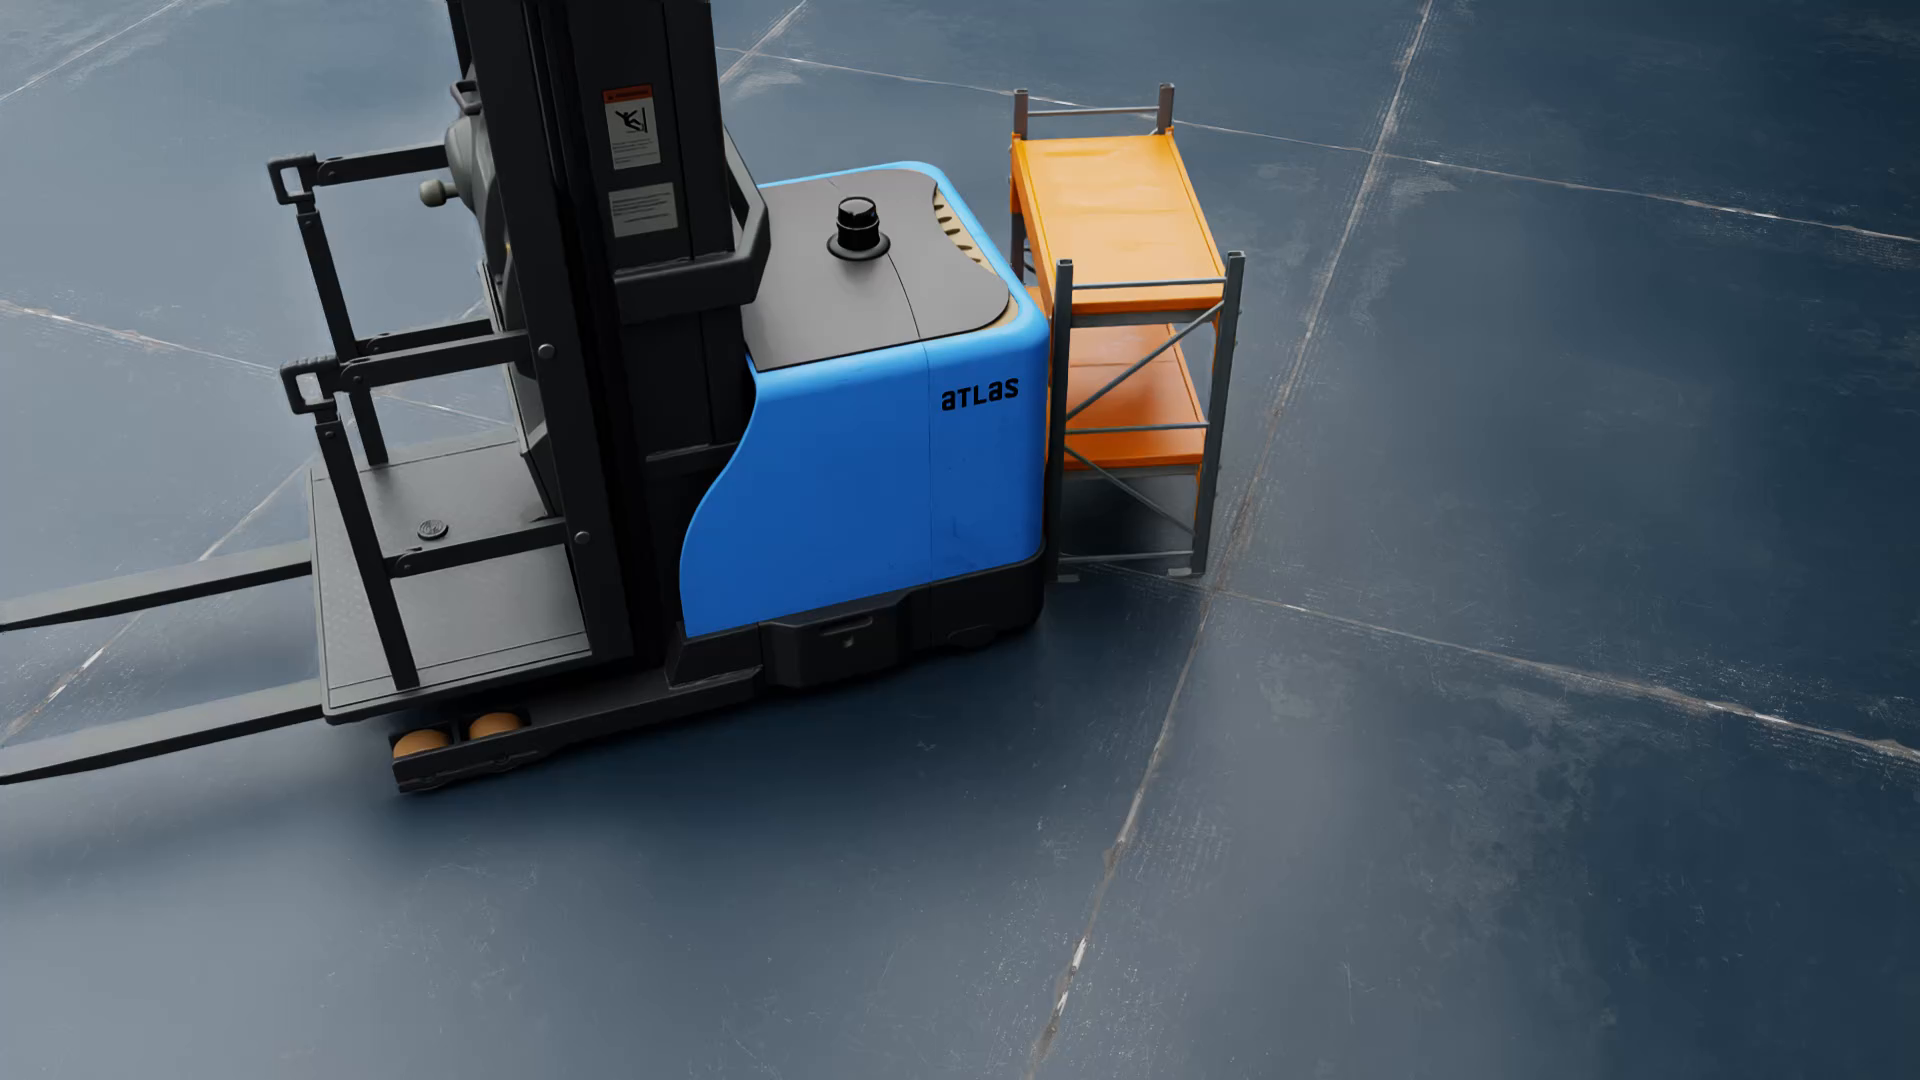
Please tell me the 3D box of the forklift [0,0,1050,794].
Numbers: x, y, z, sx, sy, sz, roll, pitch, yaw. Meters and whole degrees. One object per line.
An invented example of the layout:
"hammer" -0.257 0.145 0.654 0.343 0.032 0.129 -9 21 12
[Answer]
"forklift" -1.327 -0.831 3.966 3.031 2.935 1.130 -13 42 -14

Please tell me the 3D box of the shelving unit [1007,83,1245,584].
"shelving unit" 0.460 -0.645 5.139 0.538 1.125 1.048 -3 41 -4

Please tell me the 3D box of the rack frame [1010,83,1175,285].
"rack frame" 0.417 -0.974 5.525 0.500 1.125 0.032 -3 41 -4

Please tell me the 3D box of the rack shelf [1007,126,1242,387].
"rack shelf" 0.460 -0.868 4.949 0.538 0.278 1.000 -3 41 -4

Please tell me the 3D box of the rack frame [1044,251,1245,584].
"rack frame" 0.504 -0.316 4.754 0.500 1.125 0.032 -3 41 -4

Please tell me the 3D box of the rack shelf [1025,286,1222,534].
"rack shelf" 0.460 -0.459 5.298 0.538 0.278 1.000 -3 41 -4
